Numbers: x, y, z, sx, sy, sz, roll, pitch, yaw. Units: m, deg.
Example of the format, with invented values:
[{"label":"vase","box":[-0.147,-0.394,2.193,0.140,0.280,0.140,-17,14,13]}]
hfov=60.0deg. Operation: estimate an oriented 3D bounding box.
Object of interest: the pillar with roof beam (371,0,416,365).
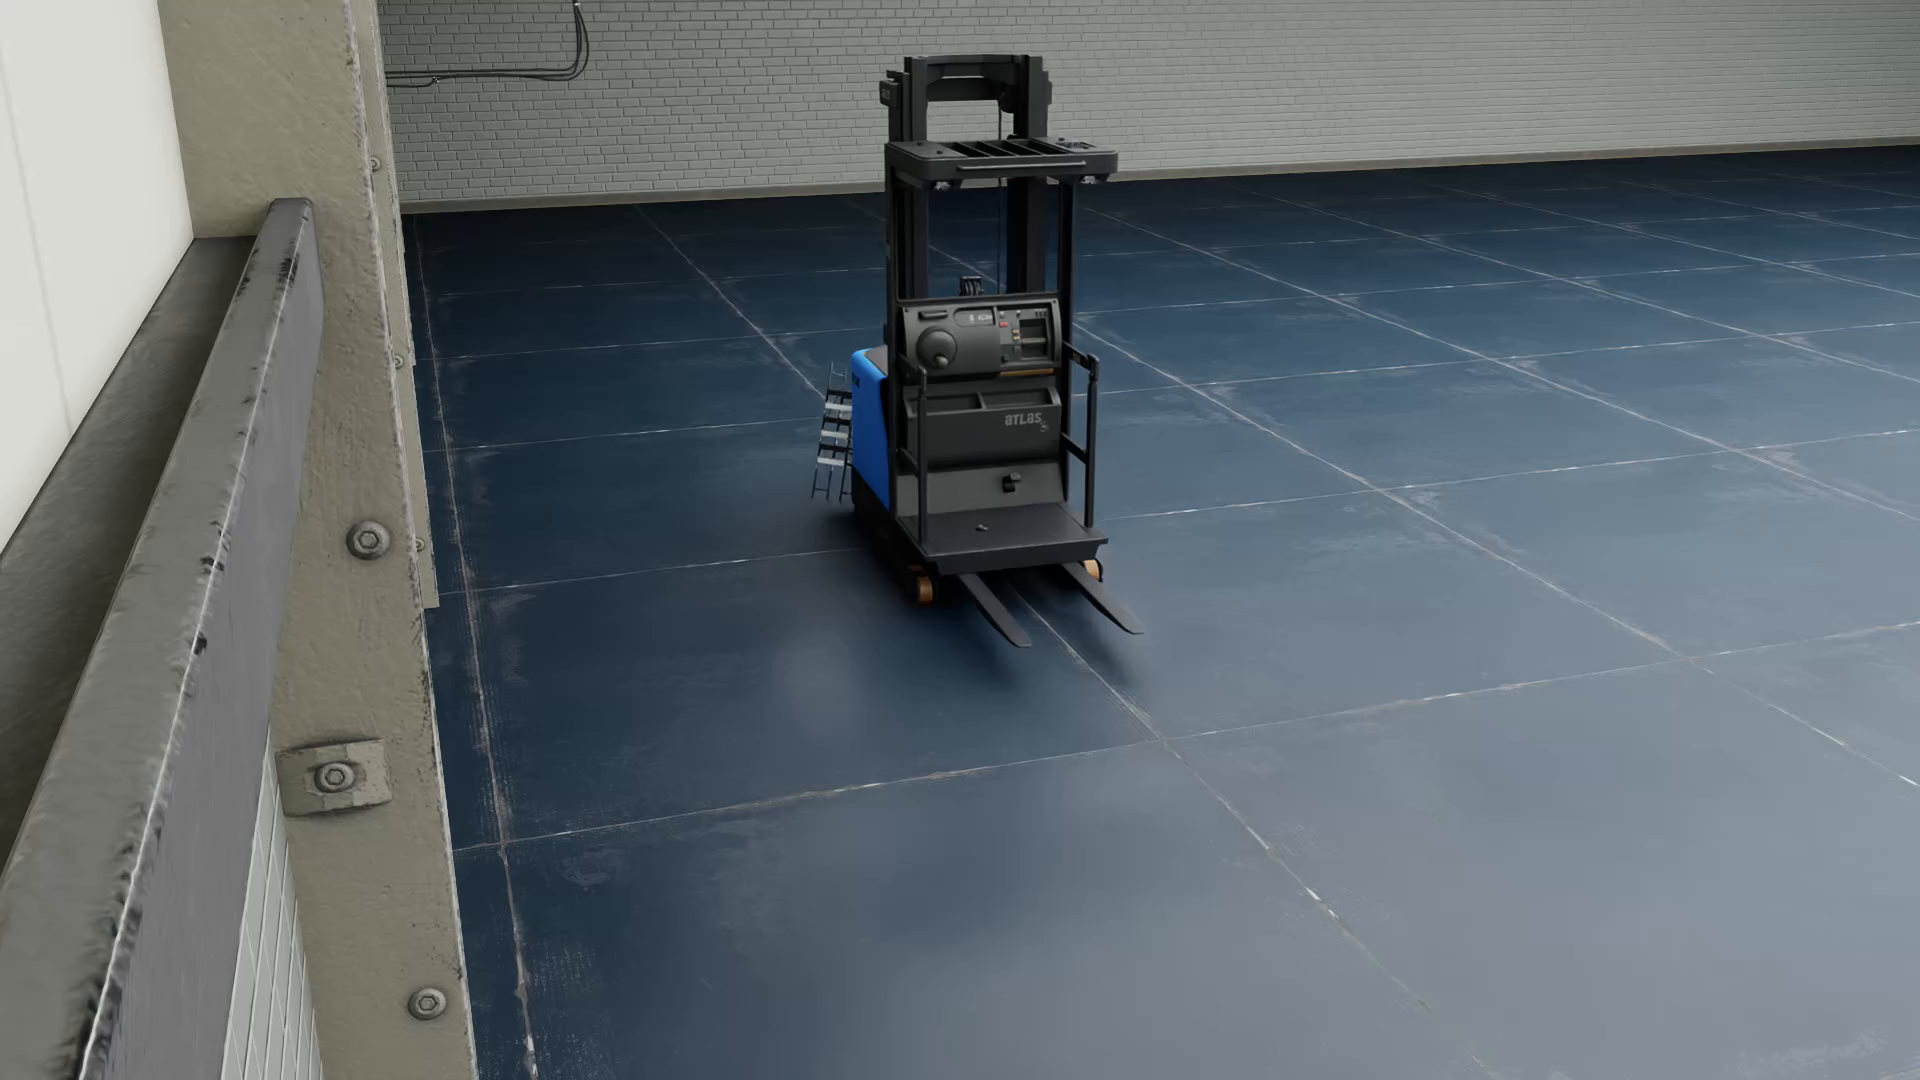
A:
[{"label":"pillar with roof beam","box":[-0.942,-6.288,14.612,9.100,9.000,0.400,-6,21,-17]}]

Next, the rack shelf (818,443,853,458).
[{"label":"rack shelf","box":[-0.789,-0.580,10.977,0.200,0.077,0.258,9,1,22]}]

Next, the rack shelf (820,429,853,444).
[{"label":"rack shelf","box":[-0.776,-0.669,10.975,0.200,0.077,0.258,9,1,22]}]

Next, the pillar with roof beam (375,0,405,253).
[{"label":"pillar with roof beam","box":[-2.828,-8.214,19.972,9.100,9.000,0.400,-6,21,-17]}]

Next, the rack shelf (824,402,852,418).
[{"label":"rack shelf","box":[-0.750,-0.847,10.972,0.200,0.077,0.258,9,1,22]}]

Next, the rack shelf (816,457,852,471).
[{"label":"rack shelf","box":[-0.802,-0.491,10.978,0.200,0.077,0.258,9,1,22]}]

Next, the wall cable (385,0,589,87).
[{"label":"wall cable","box":[-6.585,-7.381,22.247,3.097,2.526,0.112,-6,21,-17]}]

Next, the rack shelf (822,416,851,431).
[{"label":"rack shelf","box":[-0.763,-0.758,10.974,0.200,0.077,0.258,9,1,22]}]

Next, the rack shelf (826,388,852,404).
[{"label":"rack shelf","box":[-0.737,-0.936,10.971,0.200,0.077,0.258,9,1,22]}]

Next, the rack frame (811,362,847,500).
[{"label":"rack frame","box":[-0.864,-0.716,11.012,0.006,0.900,0.240,9,1,22]}]

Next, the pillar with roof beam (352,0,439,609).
[{"label":"pillar with roof beam","box":[0.944,-4.363,9.251,9.100,9.000,0.400,-6,21,-17]}]

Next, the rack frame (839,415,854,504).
[{"label":"rack frame","box":[-0.678,-0.687,10.937,0.006,0.900,0.240,9,1,22]}]

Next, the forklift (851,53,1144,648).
[{"label":"forklift","box":[0.191,-1.159,9.307,1.130,2.935,3.031,-6,21,-15]}]

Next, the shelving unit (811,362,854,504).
[{"label":"shelving unit","box":[-0.771,-0.702,10.975,0.210,0.900,0.258,9,1,22]}]
